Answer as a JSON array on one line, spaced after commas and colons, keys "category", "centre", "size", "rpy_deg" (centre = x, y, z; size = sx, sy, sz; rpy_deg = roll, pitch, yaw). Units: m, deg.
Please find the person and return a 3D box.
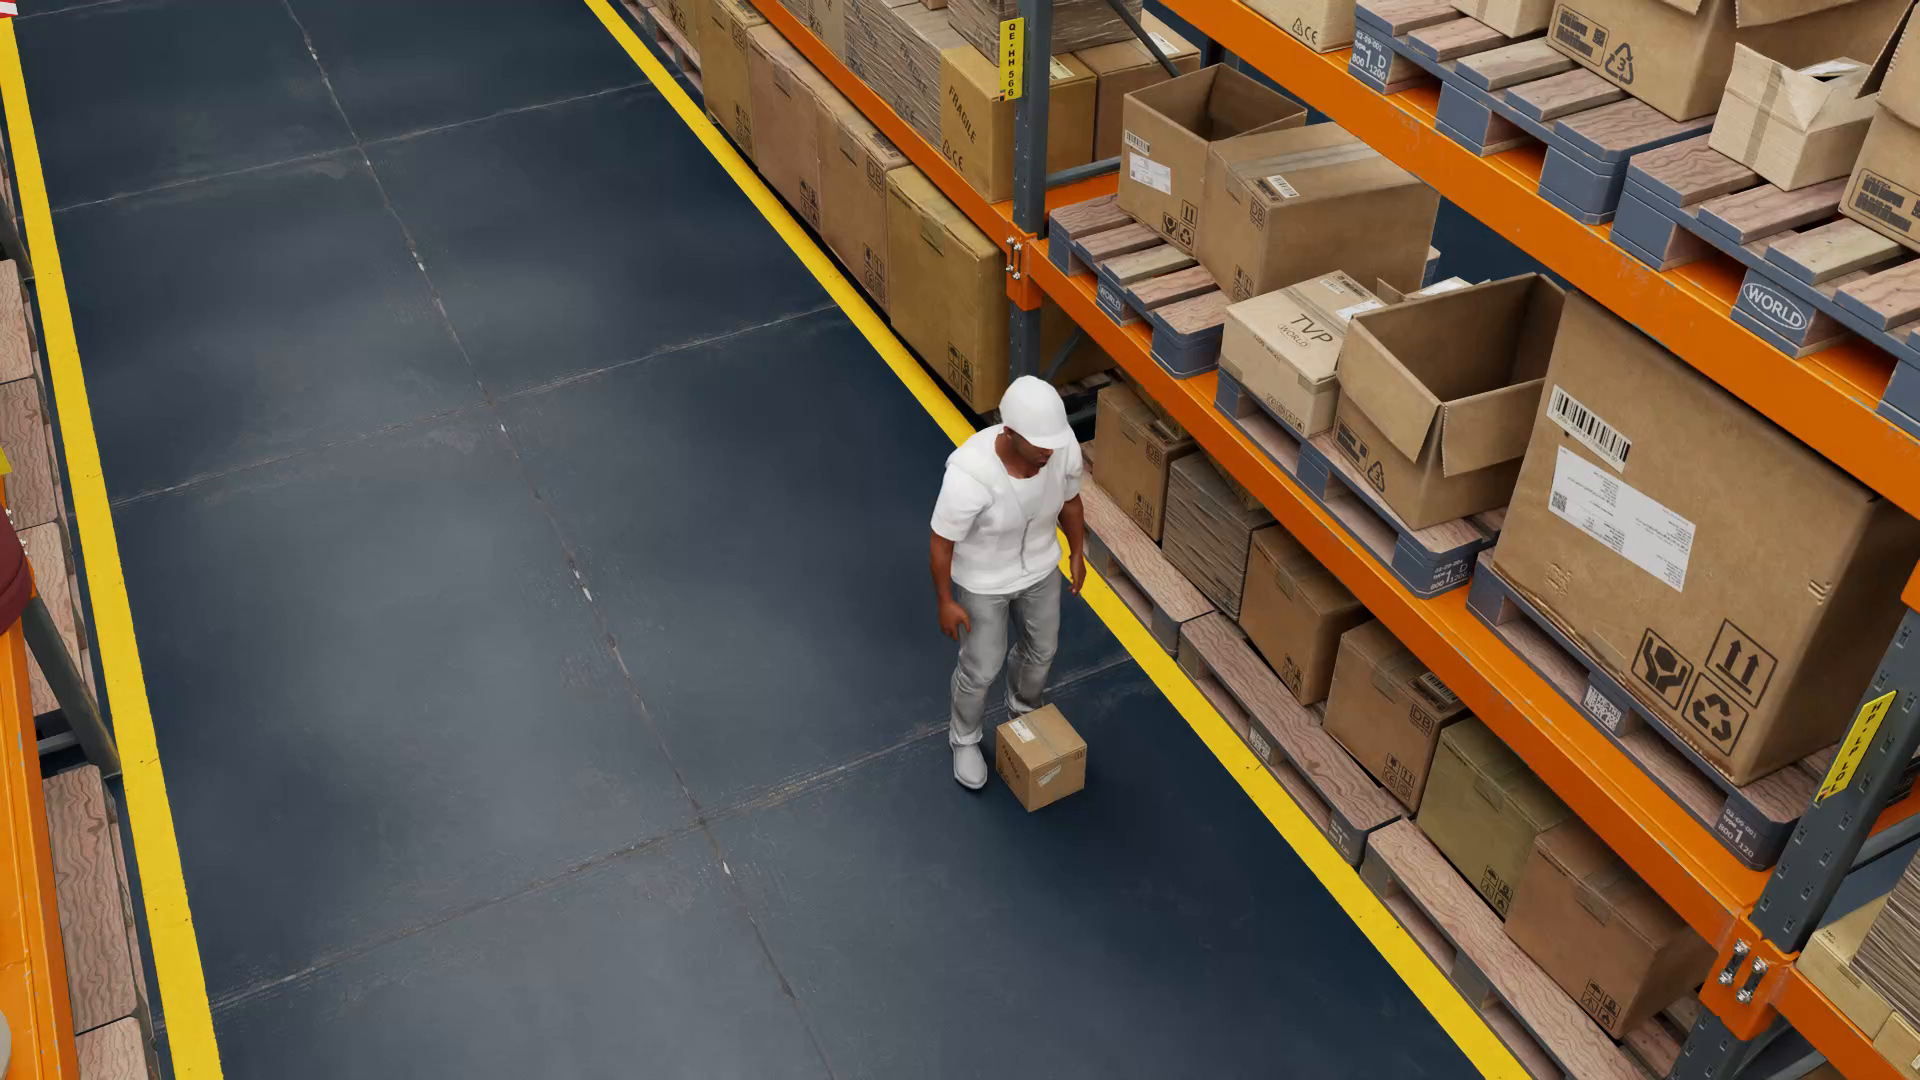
[{"category": "person", "centre": [0.186, 0.131, 5.994], "size": [0.629, 1.761, 0.458], "rpy_deg": [-21, 45, -22]}]
